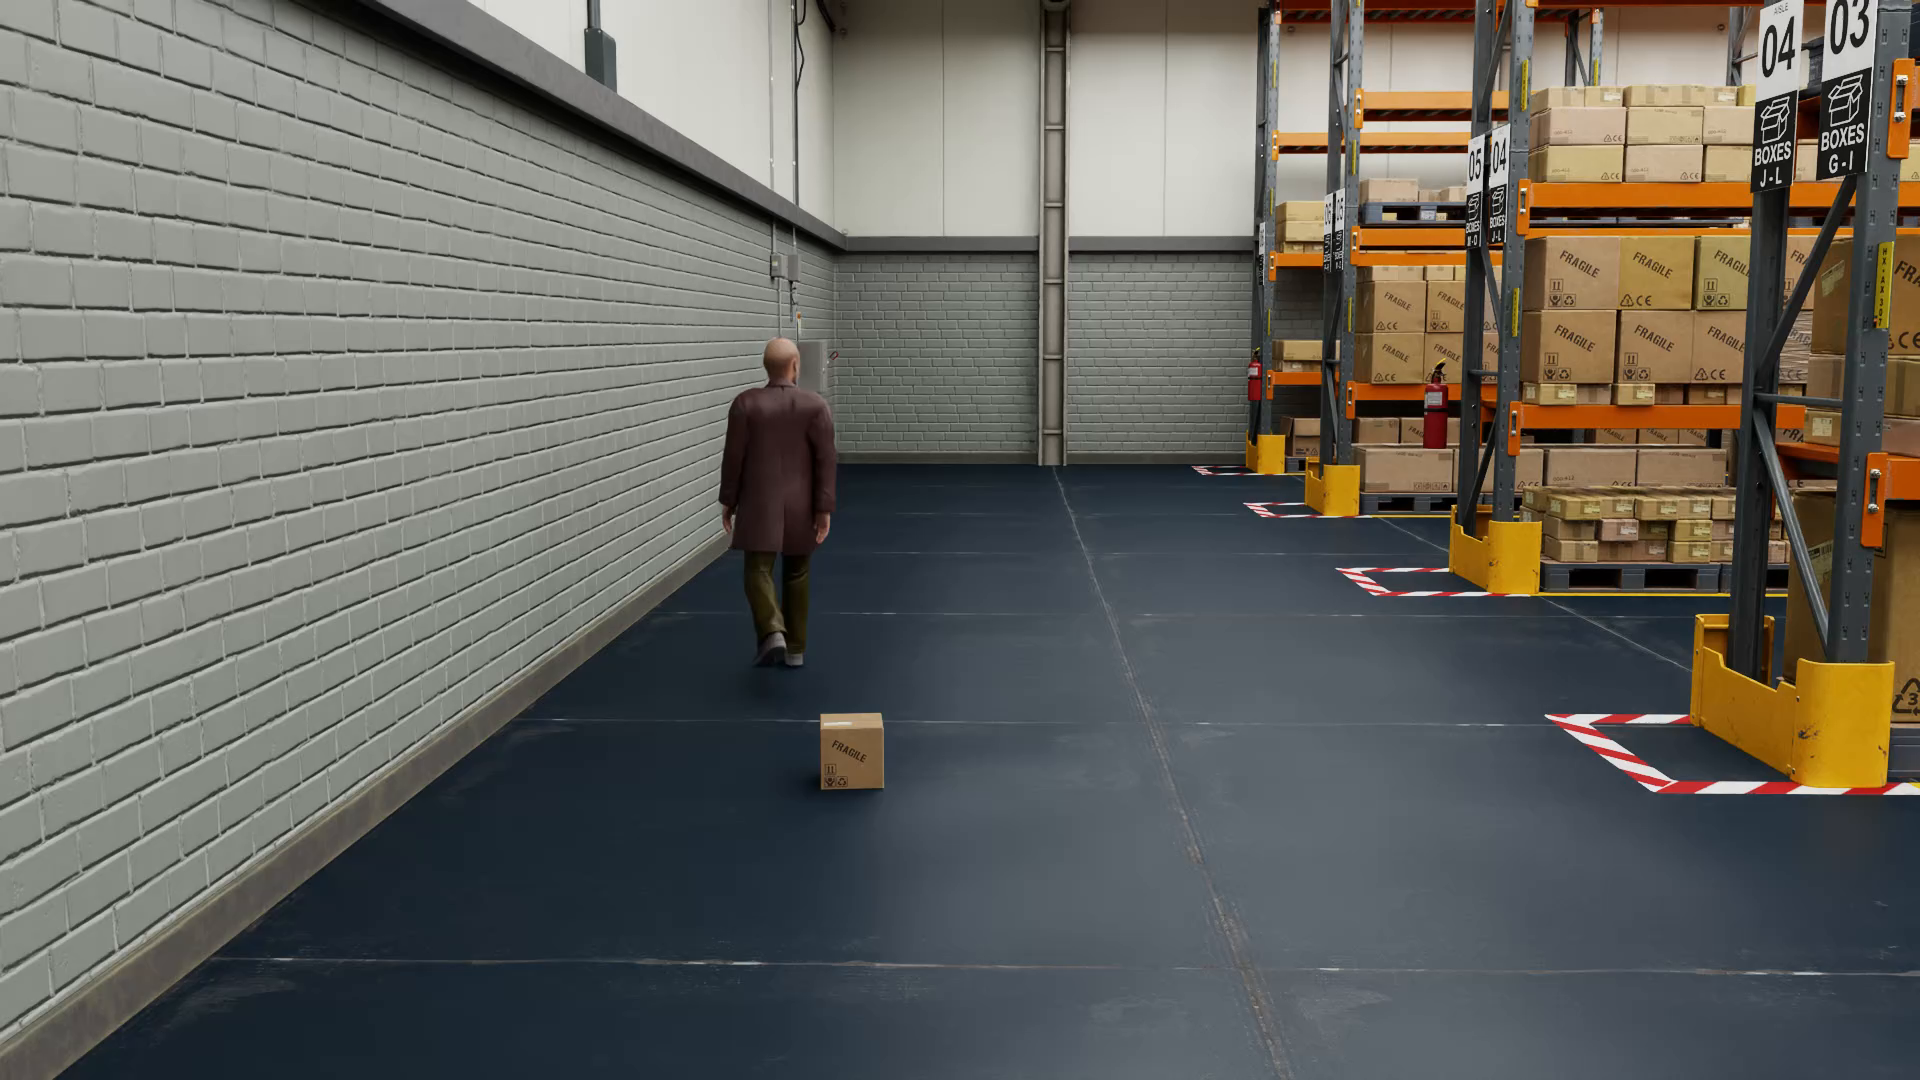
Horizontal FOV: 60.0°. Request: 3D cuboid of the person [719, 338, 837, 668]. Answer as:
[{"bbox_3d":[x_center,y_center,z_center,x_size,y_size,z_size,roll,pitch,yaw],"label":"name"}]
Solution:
[{"bbox_3d":[-0.954,-0.173,8.698,0.602,1.752,0.979,-2,7,-13],"label":"person"}]
